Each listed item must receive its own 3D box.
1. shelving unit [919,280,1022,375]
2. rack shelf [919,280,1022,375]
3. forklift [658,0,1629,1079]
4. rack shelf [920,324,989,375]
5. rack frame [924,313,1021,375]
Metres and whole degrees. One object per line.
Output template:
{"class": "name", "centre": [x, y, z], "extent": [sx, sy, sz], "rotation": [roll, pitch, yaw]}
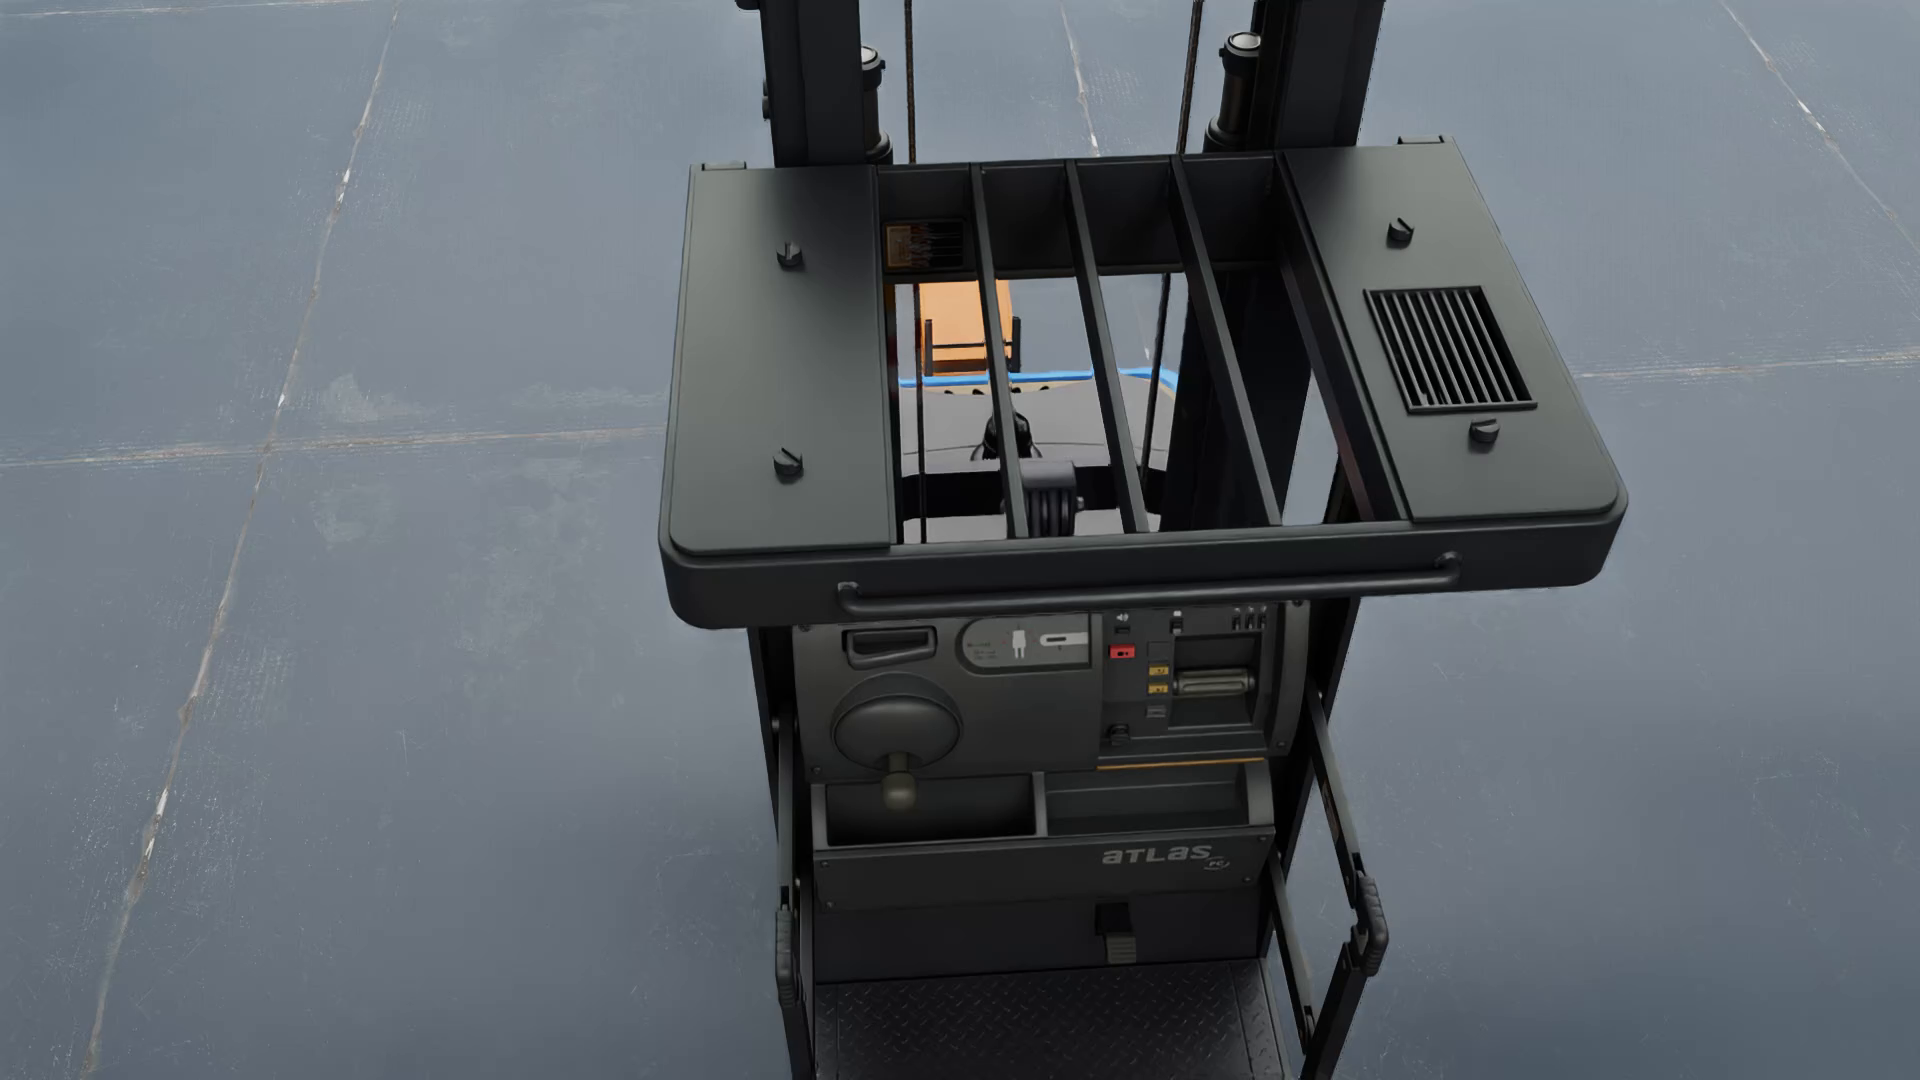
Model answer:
{"class": "shelving unit", "centre": [0.014, -0.316, 4.723], "extent": [0.258, 1.200, 0.503], "rotation": [-3, 47, -3]}
{"class": "rack shelf", "centre": [0.014, -0.587, 4.438], "extent": [0.258, 0.148, 0.480], "rotation": [-3, 47, -3]}
{"class": "forklift", "centre": [0.183, 0.376, 2.876], "extent": [1.130, 2.935, 3.031], "rotation": [-3, 47, -3]}
{"class": "rack shelf", "centre": [0.014, -0.424, 4.610], "extent": [0.258, 0.148, 0.480], "rotation": [-3, 47, -3]}
{"class": "rack frame", "centre": [0.030, -0.140, 4.556], "extent": [0.240, 1.200, 0.015], "rotation": [-3, 47, -3]}
